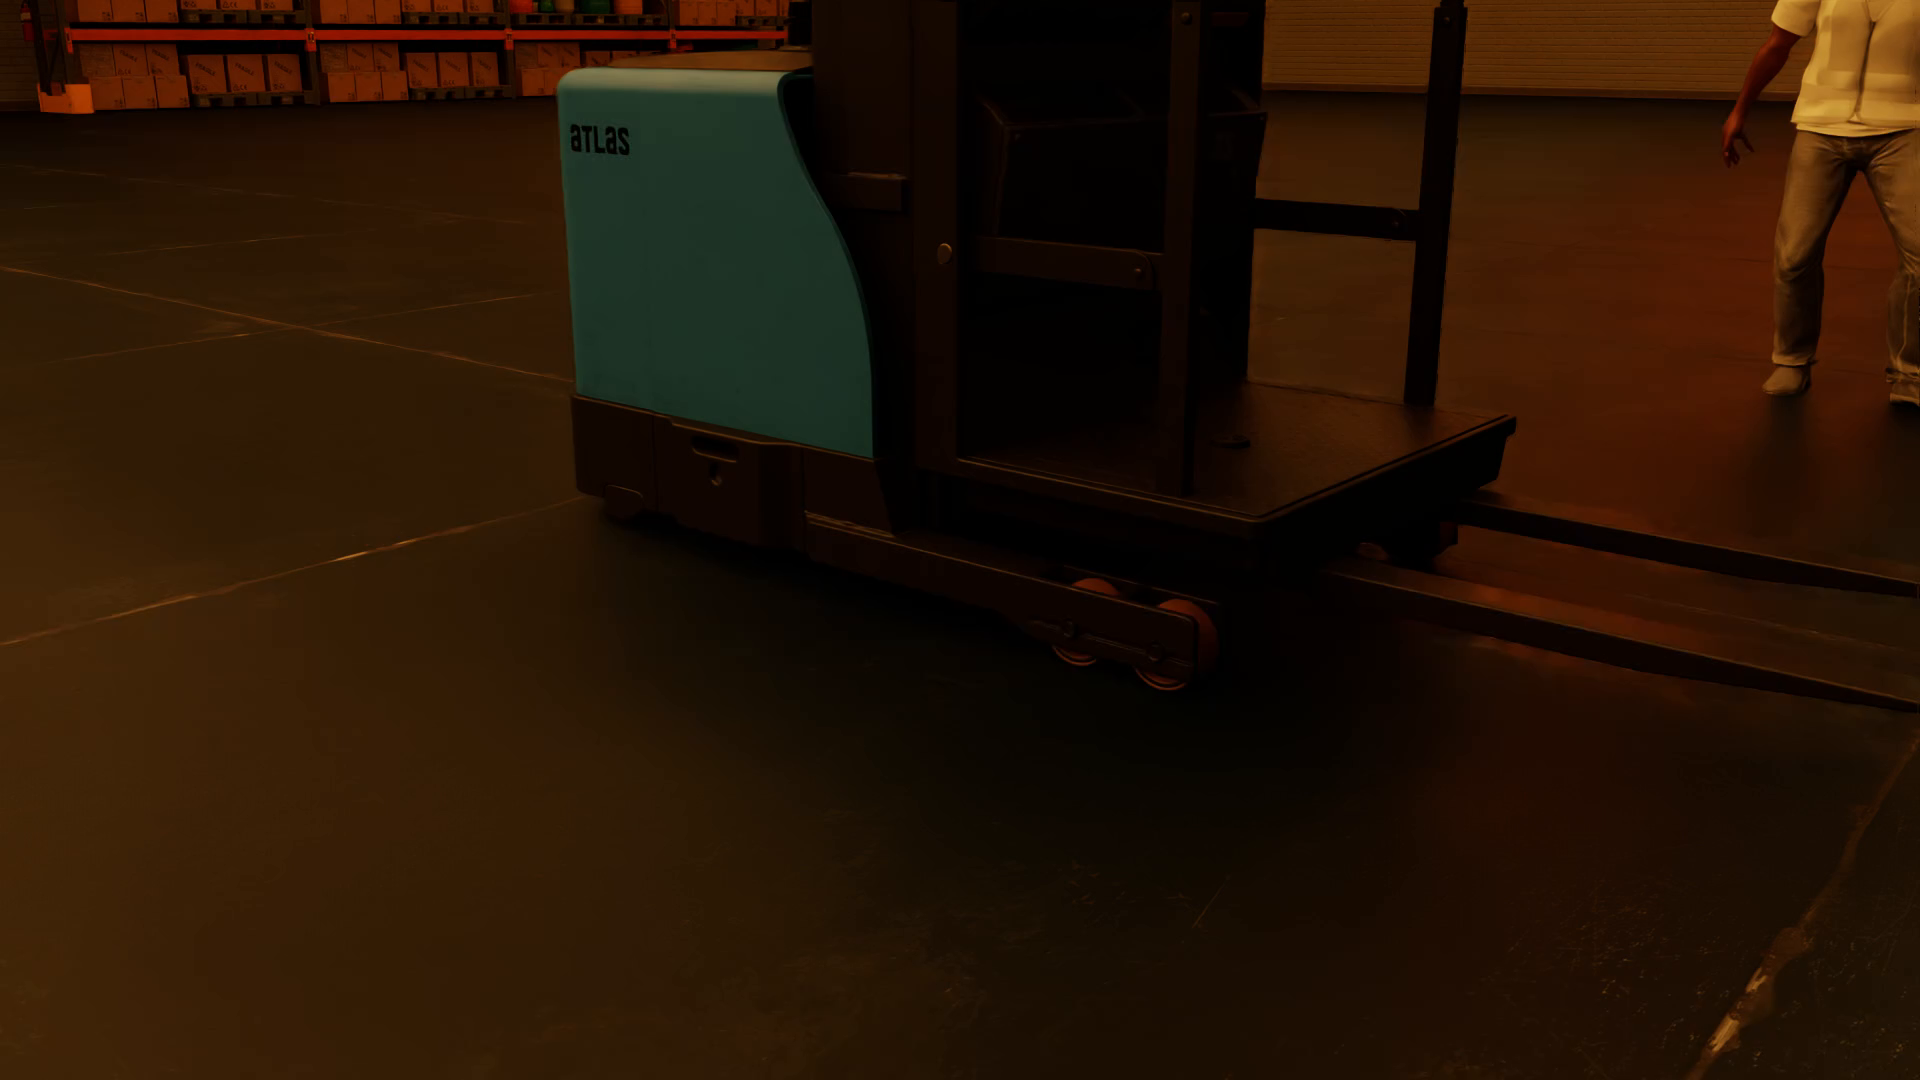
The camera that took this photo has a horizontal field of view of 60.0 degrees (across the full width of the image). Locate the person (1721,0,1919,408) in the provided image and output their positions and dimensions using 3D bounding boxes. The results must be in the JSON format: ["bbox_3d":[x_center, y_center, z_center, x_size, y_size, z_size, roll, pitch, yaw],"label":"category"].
[{"bbox_3d":[2.861,-1.284,5.256,0.899,1.732,0.474,13,21,37],"label":"person"}]

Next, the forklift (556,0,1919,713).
[{"bbox_3d":[0.497,-1.299,3.175,3.031,2.935,1.130,14,22,38],"label":"forklift"}]
